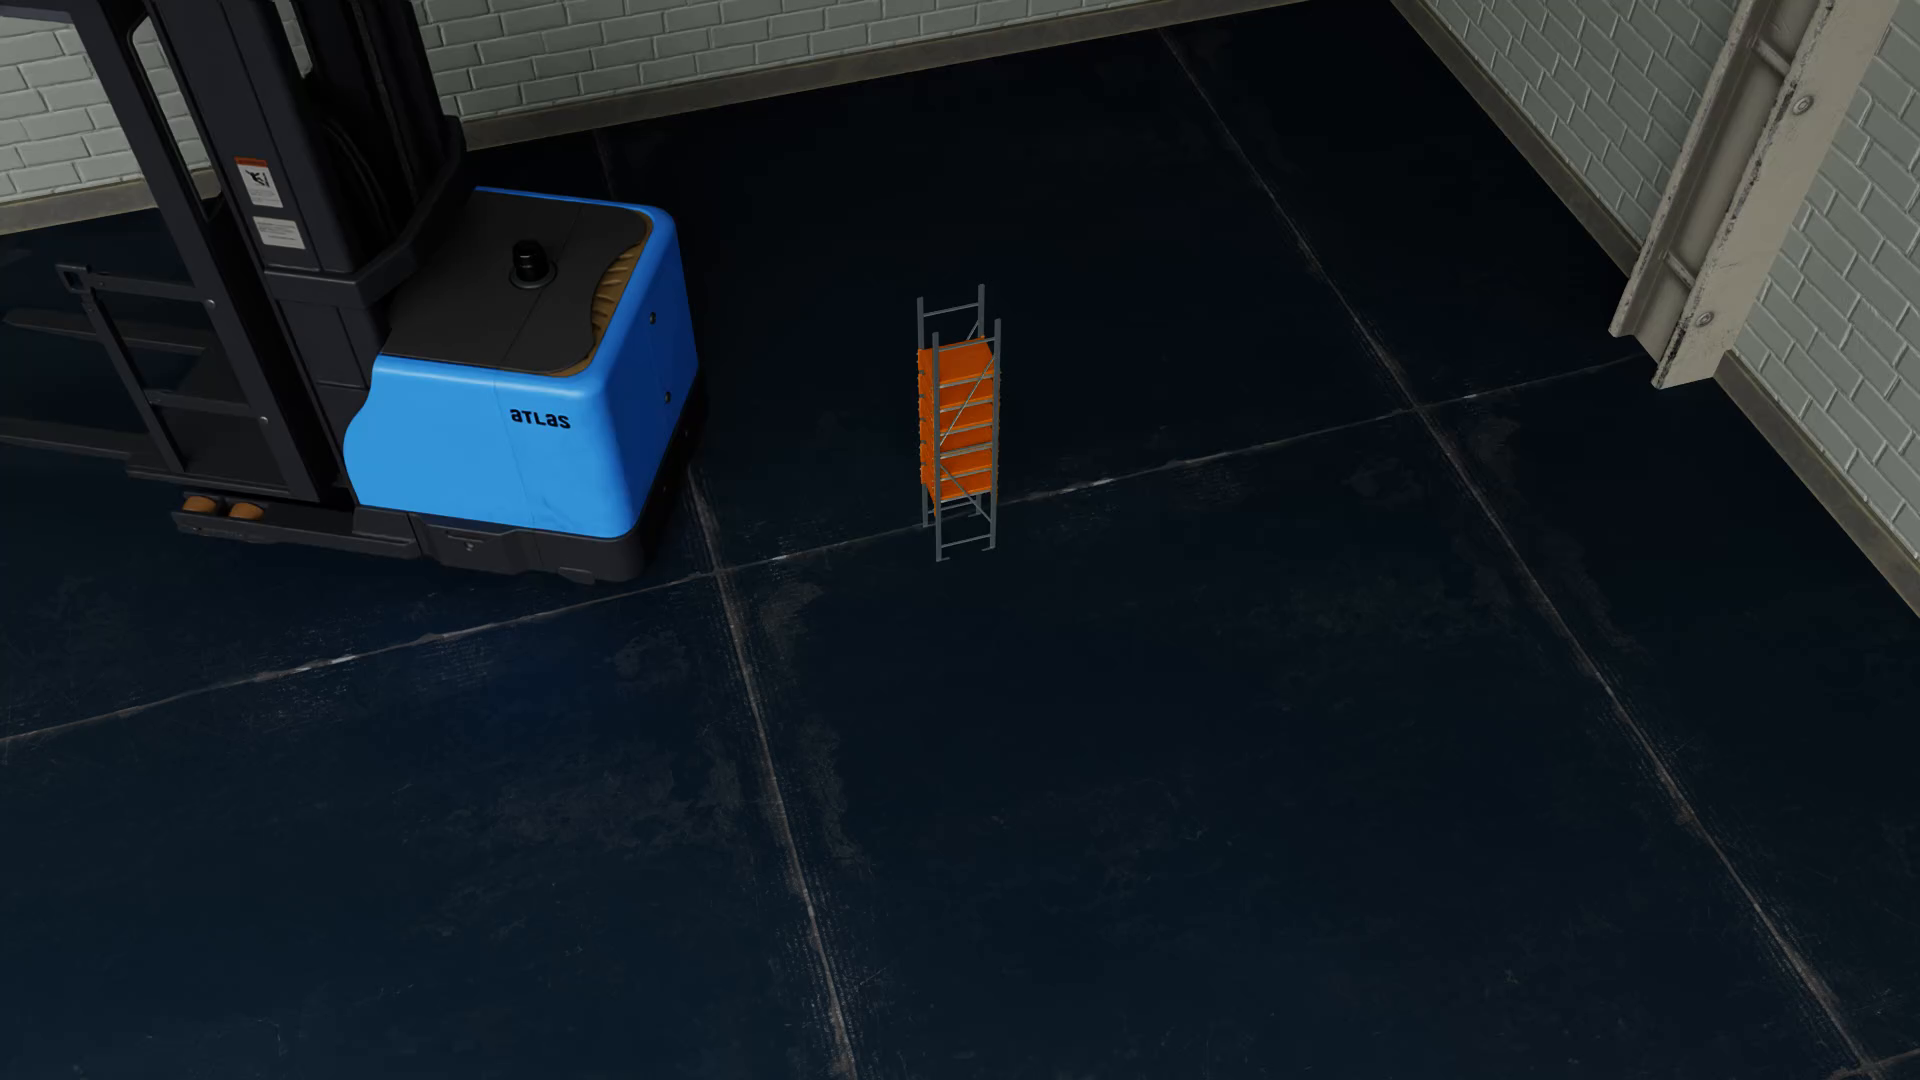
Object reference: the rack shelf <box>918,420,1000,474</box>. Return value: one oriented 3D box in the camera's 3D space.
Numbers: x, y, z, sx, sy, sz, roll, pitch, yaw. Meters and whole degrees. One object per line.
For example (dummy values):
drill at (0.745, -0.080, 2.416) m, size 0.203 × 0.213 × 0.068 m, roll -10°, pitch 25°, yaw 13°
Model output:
rack shelf at (-0.004, -0.369, 6.124) m, size 0.258 × 0.103 × 0.180 m, roll -13°, pitch 51°, yaw -11°

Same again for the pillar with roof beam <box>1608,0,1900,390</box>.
pillar with roof beam at (-1.056, -2.746, 2.969) m, size 9.100 × 9.000 × 0.400 m, roll -13°, pitch 51°, yaw -11°

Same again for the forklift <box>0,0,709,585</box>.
forklift at (-2.609, -1.324, 5.738) m, size 3.031 × 2.935 × 1.130 m, roll 8°, pitch 50°, yaw 6°

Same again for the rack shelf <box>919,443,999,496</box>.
rack shelf at (-0.004, -0.291, 6.216) m, size 0.258 × 0.103 × 0.180 m, roll -13°, pitch 51°, yaw -11°

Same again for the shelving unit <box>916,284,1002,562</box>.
shelving unit at (-0.004, -0.397, 6.090) m, size 0.258 × 1.200 × 0.189 m, roll -13°, pitch 51°, yaw -11°

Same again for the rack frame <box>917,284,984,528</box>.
rack frame at (-0.031, -0.464, 6.146) m, size 0.240 × 1.200 × 0.006 m, roll -13°, pitch 51°, yaw -11°

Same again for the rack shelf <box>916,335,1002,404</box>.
rack shelf at (-0.004, -0.601, 5.849) m, size 0.258 × 0.103 × 0.180 m, roll -13°, pitch 51°, yaw -11°

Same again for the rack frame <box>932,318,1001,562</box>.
rack frame at (0.023, -0.330, 6.034) m, size 0.240 × 1.200 × 0.006 m, roll -13°, pitch 51°, yaw -11°

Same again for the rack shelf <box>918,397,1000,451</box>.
rack shelf at (-0.004, -0.446, 6.032) m, size 0.258 × 0.103 × 0.180 m, roll -13°, pitch 51°, yaw -11°

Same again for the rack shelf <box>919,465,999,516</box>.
rack shelf at (-0.004, -0.214, 6.307) m, size 0.258 × 0.103 × 0.180 m, roll -13°, pitch 51°, yaw -11°

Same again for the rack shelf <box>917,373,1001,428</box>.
rack shelf at (-0.004, -0.523, 5.940) m, size 0.258 × 0.103 × 0.180 m, roll -13°, pitch 51°, yaw -11°
